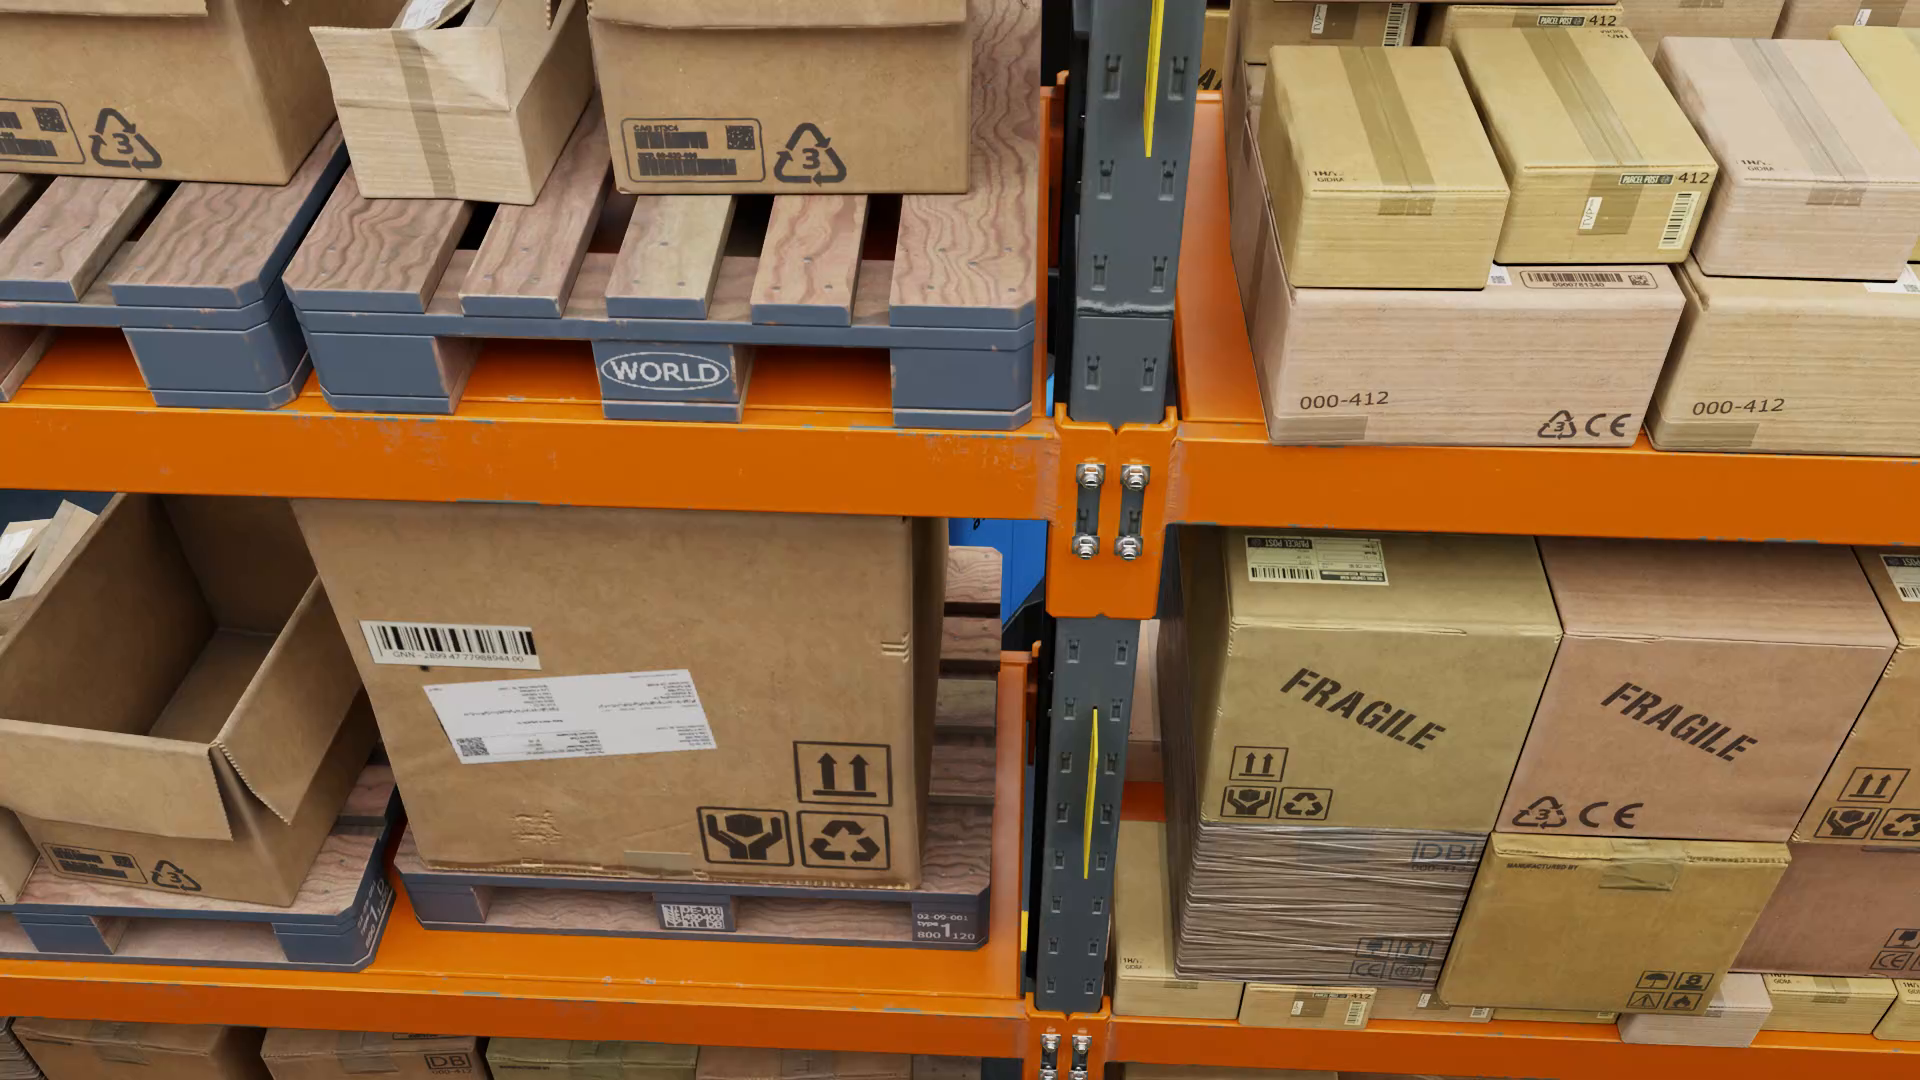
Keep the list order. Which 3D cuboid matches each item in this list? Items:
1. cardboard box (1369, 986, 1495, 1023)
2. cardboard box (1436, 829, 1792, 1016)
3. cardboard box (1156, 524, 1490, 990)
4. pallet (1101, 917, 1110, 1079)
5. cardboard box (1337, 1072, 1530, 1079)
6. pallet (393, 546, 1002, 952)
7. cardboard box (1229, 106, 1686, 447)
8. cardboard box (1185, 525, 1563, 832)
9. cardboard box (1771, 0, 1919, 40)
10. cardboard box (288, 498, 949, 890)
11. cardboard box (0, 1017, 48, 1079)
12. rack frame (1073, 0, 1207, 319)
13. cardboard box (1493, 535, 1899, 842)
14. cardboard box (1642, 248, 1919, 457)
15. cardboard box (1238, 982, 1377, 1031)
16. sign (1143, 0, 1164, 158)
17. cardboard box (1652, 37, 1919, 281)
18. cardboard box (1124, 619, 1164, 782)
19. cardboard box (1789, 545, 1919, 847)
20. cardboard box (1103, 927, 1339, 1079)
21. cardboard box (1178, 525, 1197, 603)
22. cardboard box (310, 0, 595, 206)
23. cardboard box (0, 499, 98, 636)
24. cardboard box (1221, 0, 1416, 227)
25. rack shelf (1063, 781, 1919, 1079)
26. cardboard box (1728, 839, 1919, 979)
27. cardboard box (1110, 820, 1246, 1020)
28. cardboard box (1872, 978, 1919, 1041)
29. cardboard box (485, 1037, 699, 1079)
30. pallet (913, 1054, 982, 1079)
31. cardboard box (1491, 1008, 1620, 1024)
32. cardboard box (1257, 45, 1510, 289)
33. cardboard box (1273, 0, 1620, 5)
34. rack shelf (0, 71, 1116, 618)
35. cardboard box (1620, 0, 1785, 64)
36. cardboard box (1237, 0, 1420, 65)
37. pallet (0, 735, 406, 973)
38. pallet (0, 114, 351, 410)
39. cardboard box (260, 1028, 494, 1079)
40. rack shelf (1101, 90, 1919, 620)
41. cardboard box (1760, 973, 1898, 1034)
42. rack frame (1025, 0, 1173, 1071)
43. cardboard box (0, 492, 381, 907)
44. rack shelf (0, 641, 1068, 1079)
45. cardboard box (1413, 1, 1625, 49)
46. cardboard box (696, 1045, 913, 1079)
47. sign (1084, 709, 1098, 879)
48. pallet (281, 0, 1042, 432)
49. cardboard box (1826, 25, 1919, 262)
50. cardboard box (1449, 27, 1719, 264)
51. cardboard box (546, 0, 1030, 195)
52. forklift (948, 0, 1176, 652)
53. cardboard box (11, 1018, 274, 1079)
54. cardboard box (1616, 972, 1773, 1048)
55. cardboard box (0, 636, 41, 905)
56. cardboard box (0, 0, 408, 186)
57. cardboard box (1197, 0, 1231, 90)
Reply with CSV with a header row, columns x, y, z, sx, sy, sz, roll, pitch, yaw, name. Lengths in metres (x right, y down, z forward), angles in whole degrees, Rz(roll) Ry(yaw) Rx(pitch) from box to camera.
x,y,z,sx,sy,sz,roll,pitch,yaw,name
0.938,0.777,3.399,0.250,0.149,0.380,2,43,2,cardboard box
1.181,0.418,3.309,0.500,0.500,0.875,2,43,2,cardboard box
0.683,0.379,3.351,0.500,0.500,0.875,2,43,2,cardboard box
0.909,1.485,4.501,1.213,0.211,1.003,2,43,2,pallet
1.207,1.282,4.199,0.500,0.500,0.500,15,45,15,cardboard box
-0.520,0.416,3.743,1.213,0.211,1.003,2,43,2,pallet
0.675,-0.386,2.373,0.500,0.250,0.500,0,43,0,cardboard box
0.675,0.144,2.869,0.500,0.500,0.500,2,43,2,cardboard box
1.369,-0.897,2.629,0.250,0.149,0.380,1,43,1,cardboard box
-0.551,-0.024,3.327,1.000,1.000,1.000,2,43,2,cardboard box
-2.534,1.115,4.364,0.500,0.500,0.700,-2,43,-2,cardboard box
0.237,-1.726,1.501,0.127,3.000,1.000,2,43,2,rack frame
1.174,0.159,2.854,0.500,0.500,0.500,2,43,2,cardboard box
1.204,-0.373,2.359,0.500,0.250,0.500,1,43,2,cardboard box
0.687,0.789,3.387,0.250,0.149,0.380,2,43,2,cardboard box
0.215,-0.584,1.808,0.005,0.325,0.100,2,43,2,sign
1.088,-0.515,2.220,0.250,0.149,0.380,2,43,2,cardboard box
0.465,0.367,3.840,0.250,0.149,0.380,2,43,2,cardboard box
1.674,0.174,2.837,0.500,0.500,0.500,2,43,2,cardboard box
0.634,1.269,4.213,0.500,0.500,0.500,1,43,1,cardboard box
0.699,-0.216,3.256,0.500,0.500,0.500,2,43,2,cardboard box
-0.707,-0.694,2.384,0.258,0.266,0.396,3,43,3,cardboard box
-2.081,0.109,3.723,0.258,0.266,0.396,1,43,1,cardboard box
0.704,-0.738,2.751,0.500,0.250,0.500,3,43,3,cardboard box
2.235,0.793,3.726,4.000,0.370,1.077,2,43,2,rack shelf
1.685,0.365,3.366,0.500,0.500,0.875,2,43,2,cardboard box
0.438,0.772,3.405,0.250,0.149,0.380,2,43,2,cardboard box
1.937,0.809,3.365,0.250,0.149,0.380,2,43,2,cardboard box
-0.851,1.161,4.314,0.500,0.500,0.700,2,43,2,cardboard box
-0.541,1.466,4.521,1.213,0.211,1.003,2,43,2,pallet
1.188,0.779,3.398,0.250,0.149,0.380,2,43,2,cardboard box
0.547,-0.500,2.203,0.250,0.149,0.380,1,43,1,cardboard box
0.698,-1.117,2.390,0.500,0.500,0.500,1,43,1,cardboard box
-1.761,-0.427,2.835,4.000,0.370,1.077,2,43,2,rack shelf
1.092,-0.888,2.619,0.250,0.149,0.380,0,43,0,cardboard box
0.574,-0.907,2.640,0.250,0.149,0.380,3,43,3,cardboard box
-1.780,0.449,3.708,1.213,0.211,1.003,2,43,2,pallet
-1.411,-0.681,2.718,1.003,0.211,1.213,2,43,2,pallet
-1.410,1.144,4.332,0.500,0.500,0.700,-2,43,-2,cardboard box
2.235,-0.304,2.703,4.000,0.370,1.077,2,43,2,rack shelf
1.688,0.794,3.382,0.250,0.149,0.380,2,43,2,cardboard box
0.237,0.469,3.546,0.127,3.000,1.000,2,43,2,rack frame
-1.499,0.287,3.358,0.637,0.503,0.797,6,43,6,cardboard box
-1.761,0.670,3.857,4.000,0.370,1.077,2,43,2,rack shelf
0.837,-0.836,2.564,0.250,0.149,0.380,2,43,2,cardboard box
-0.376,1.189,4.284,0.500,0.500,0.700,-1,43,-1,cardboard box
0.215,0.423,2.746,0.005,0.325,0.100,2,43,2,sign
-0.375,-0.652,2.686,1.003,0.211,1.213,2,43,2,pallet
1.334,-0.537,2.243,0.250,0.149,0.380,3,43,3,cardboard box
0.817,-0.538,2.244,0.250,0.149,0.380,0,43,0,cardboard box
-0.228,-0.902,2.433,0.637,0.503,0.797,0,43,0,cardboard box
0.324,-1.436,5.641,1.130,2.935,3.031,22,47,22,forklift
-1.968,1.127,4.350,0.500,0.500,0.700,5,43,5,cardboard box
1.436,0.814,3.360,0.250,0.149,0.380,2,43,2,cardboard box
-2.095,0.455,3.363,0.500,0.250,0.500,1,43,1,cardboard box
-1.170,-0.931,2.464,0.637,0.503,0.797,3,43,4,cardboard box
1.186,-2.215,7.678,0.875,0.875,0.875,2,43,3,cardboard box
